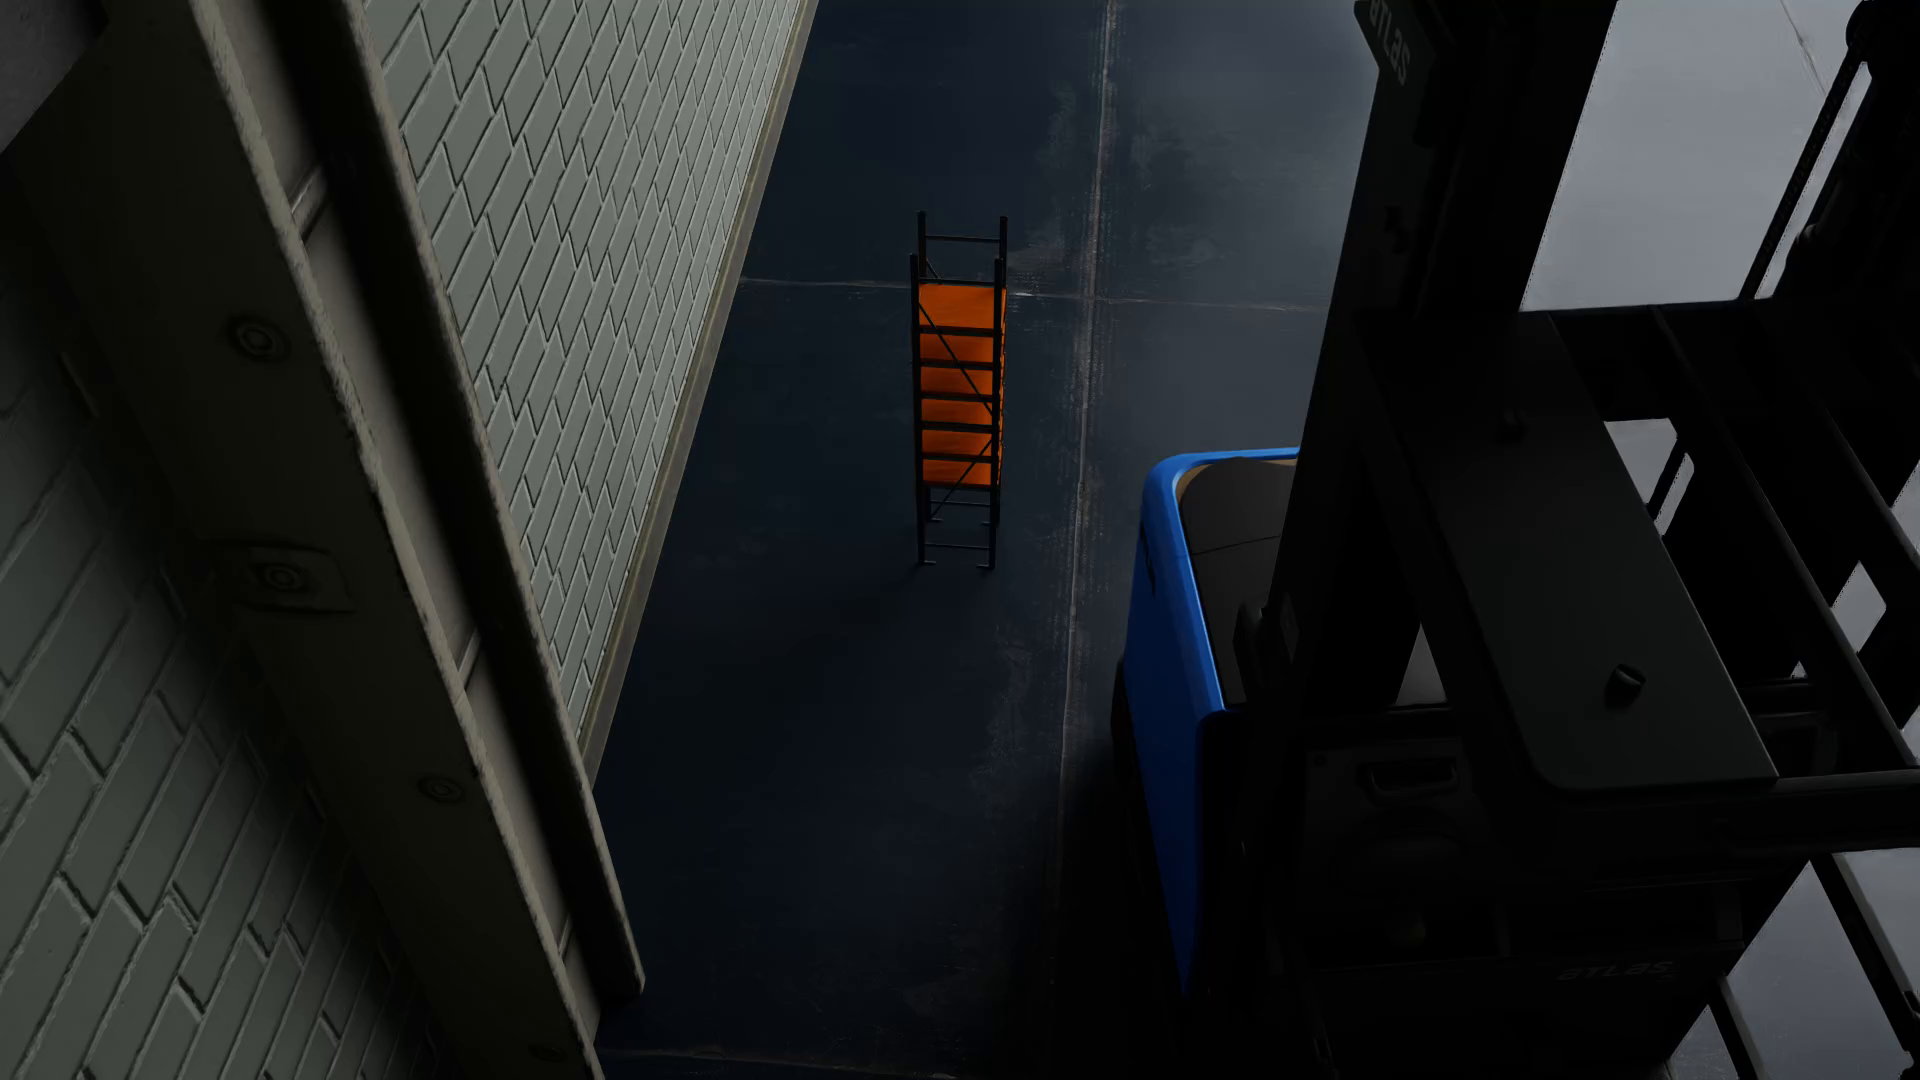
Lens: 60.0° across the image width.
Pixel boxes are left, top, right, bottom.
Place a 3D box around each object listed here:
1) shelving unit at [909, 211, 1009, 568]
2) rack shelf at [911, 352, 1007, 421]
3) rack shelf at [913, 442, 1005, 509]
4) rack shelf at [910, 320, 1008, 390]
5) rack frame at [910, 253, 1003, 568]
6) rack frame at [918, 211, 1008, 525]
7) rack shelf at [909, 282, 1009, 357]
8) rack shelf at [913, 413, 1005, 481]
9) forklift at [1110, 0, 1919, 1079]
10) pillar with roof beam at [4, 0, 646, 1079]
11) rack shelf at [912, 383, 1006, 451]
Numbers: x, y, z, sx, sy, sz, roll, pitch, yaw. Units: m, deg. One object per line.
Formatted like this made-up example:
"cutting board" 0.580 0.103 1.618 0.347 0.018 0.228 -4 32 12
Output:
"shelving unit" -0.001 -0.394 4.798 0.258 1.200 0.189 4 48 4
"rack shelf" -0.001 -0.445 4.742 0.258 0.103 0.180 4 48 4
"rack shelf" -0.001 -0.202 5.007 0.258 0.103 0.180 4 48 4
"rack shelf" -0.001 -0.526 4.653 0.258 0.103 0.180 4 48 4
"rack frame" -0.010 -0.327 4.736 0.240 1.200 0.006 4 48 4
"rack frame" 0.007 -0.462 4.859 0.240 1.200 0.006 4 48 4
"rack shelf" -0.001 -0.607 4.565 0.258 0.103 0.180 4 48 4
"rack shelf" -0.001 -0.283 4.919 0.258 0.103 0.180 4 48 4
"forklift" 1.064 0.587 2.727 1.130 2.935 3.031 -4 48 -3
"pillar with roof beam" 3.316 -1.504 0.527 9.100 9.000 0.400 4 48 4
"rack shelf" -0.001 -0.364 4.830 0.258 0.103 0.180 4 48 4
